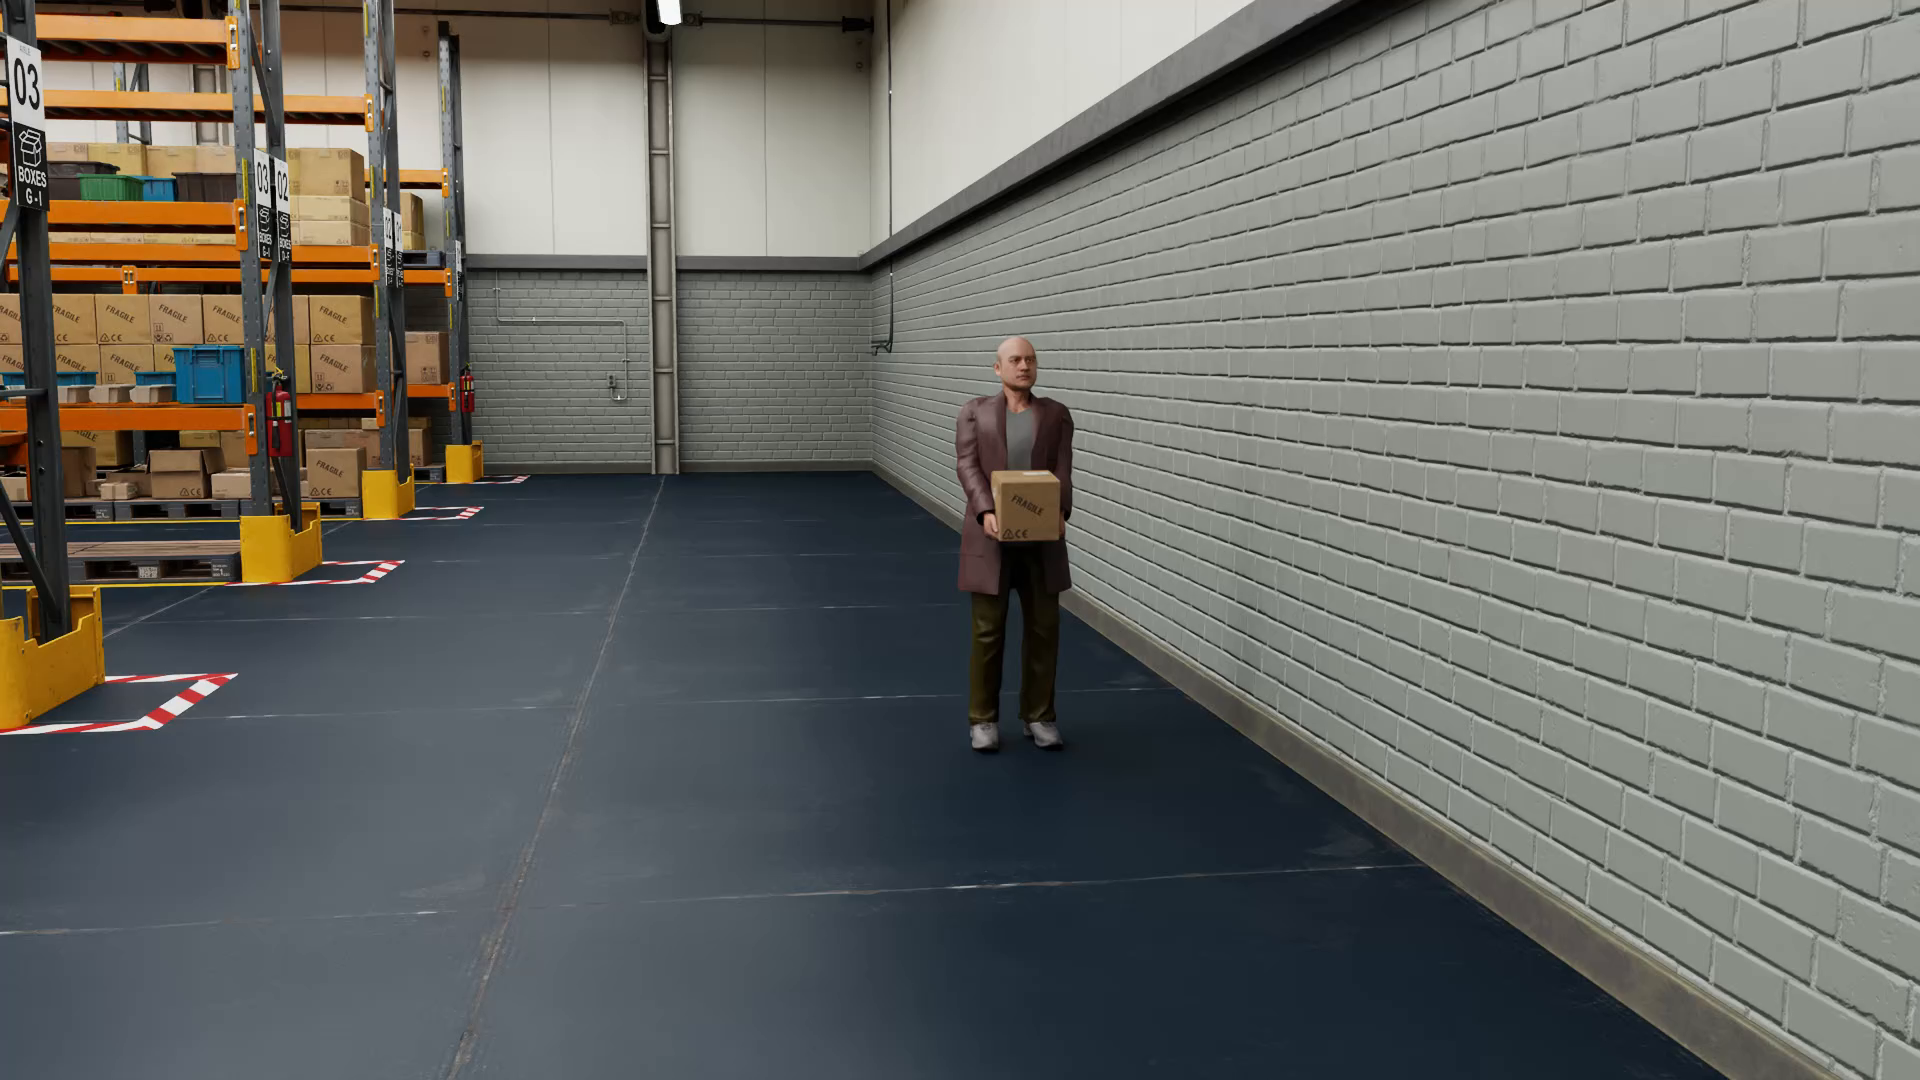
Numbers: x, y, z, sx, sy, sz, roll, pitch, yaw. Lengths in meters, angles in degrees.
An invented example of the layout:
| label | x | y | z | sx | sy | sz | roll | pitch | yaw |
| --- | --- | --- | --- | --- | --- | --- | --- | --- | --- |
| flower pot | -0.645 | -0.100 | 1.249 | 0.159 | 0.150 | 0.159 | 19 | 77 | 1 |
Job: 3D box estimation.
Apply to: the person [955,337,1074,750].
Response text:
| label | x | y | z | sx | sy | sz | roll | pitch | yaw |
| --- | --- | --- | --- | --- | --- | --- | --- | --- | --- |
| person | 0.254 | 0.018 | 7.138 | 0.530 | 1.769 | 0.555 | -1 | 6 | -8 |
